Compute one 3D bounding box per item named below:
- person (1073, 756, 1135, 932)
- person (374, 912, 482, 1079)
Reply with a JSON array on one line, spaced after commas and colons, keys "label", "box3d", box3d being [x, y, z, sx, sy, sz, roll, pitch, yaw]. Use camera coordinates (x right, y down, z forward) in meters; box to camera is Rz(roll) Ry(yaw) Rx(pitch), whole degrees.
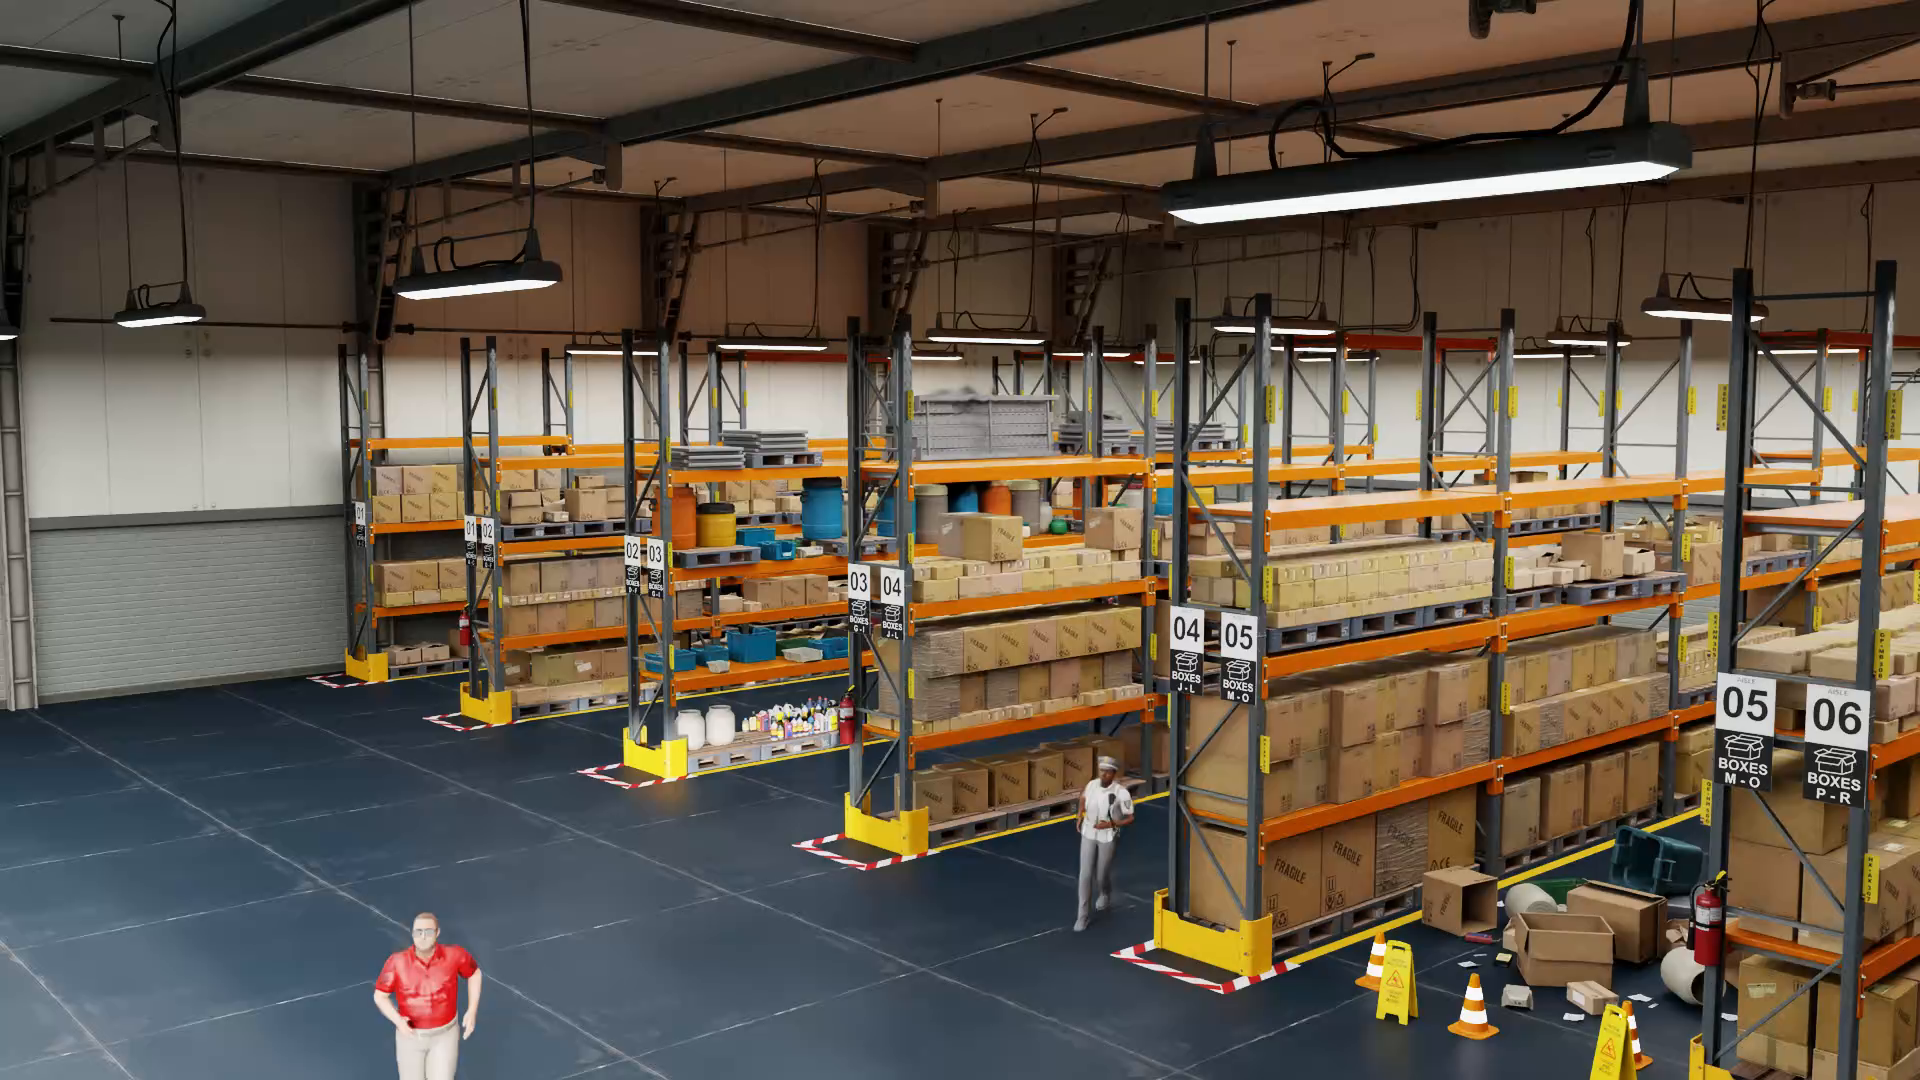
[{"label": "person", "box3d": [1.413, 2.912, 16.148, 0.615, 1.709, 0.804, 2, 6, 26]}, {"label": "person", "box3d": [-3.537, 3.324, 11.091, 0.687, 1.741, 0.839, -1, 5, -14]}]
